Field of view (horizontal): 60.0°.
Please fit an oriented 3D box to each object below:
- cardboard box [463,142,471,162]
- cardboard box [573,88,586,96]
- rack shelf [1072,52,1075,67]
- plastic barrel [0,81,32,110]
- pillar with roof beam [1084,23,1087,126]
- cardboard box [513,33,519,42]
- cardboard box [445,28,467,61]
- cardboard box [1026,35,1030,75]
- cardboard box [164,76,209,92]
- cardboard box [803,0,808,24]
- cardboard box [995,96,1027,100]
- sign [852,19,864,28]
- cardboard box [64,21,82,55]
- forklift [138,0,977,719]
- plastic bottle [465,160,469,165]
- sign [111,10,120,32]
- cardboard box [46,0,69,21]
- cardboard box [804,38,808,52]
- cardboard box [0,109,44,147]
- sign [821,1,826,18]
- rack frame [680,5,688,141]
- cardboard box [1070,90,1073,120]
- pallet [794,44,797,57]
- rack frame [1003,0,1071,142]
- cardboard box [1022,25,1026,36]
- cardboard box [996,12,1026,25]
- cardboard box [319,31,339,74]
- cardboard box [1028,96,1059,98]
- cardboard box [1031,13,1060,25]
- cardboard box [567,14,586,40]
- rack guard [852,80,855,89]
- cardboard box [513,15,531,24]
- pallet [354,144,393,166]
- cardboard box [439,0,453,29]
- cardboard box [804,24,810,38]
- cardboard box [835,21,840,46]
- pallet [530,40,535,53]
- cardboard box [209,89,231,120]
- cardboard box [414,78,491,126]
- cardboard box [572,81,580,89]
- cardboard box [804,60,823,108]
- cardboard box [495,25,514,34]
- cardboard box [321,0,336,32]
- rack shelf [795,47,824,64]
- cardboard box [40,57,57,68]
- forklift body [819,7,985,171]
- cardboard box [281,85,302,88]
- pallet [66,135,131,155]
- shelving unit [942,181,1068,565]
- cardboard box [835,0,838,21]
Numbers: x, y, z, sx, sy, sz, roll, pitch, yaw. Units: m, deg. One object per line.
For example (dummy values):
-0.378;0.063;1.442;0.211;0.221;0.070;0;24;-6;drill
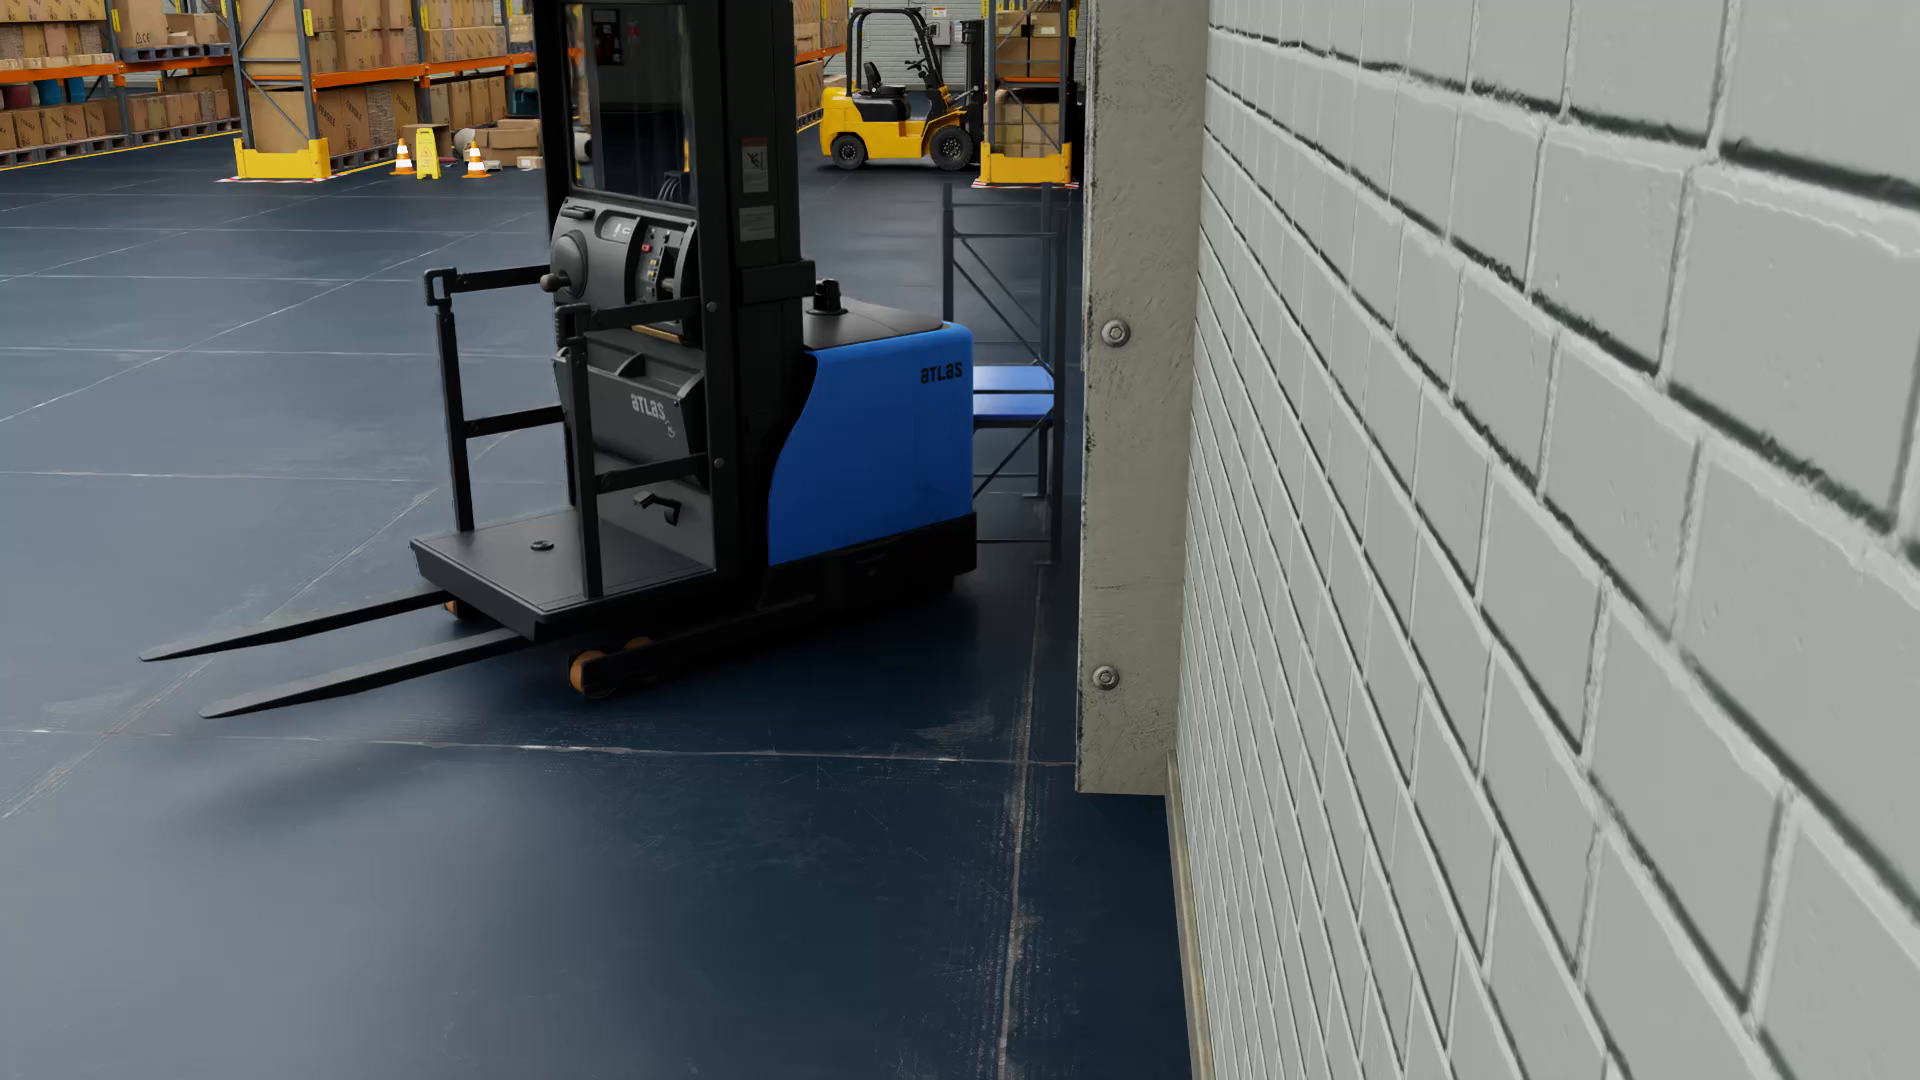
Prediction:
-7.033;-5.665;24.286;0.396;0.266;0.258;4;19;13;cardboard box
-7.828;-9.116;33.852;0.380;0.149;0.250;2;18;6;cardboard box
1.579;-8.872;30.838;1.077;0.370;4.000;1;18;4;rack shelf
-18.241;-8.591;32.023;0.600;0.588;0.708;1;18;4;plastic barrel
-2.053;-11.115;26.893;9.100;9.000;0.400;1;18;4;pillar with roof beam
-8.207;-9.080;30.045;0.380;0.149;0.250;2;18;7;cardboard box
-8.367;-8.056;27.032;0.500;0.500;0.500;1;18;4;cardboard box
0.682;-6.476;22.208;0.500;0.500;0.500;2;18;6;cardboard box
-13.446;-7.928;28.904;0.500;0.250;0.500;3;18;10;cardboard box
-3.118;-9.844;30.883;0.500;0.500;0.500;2;18;5;cardboard box
0.685;-6.099;23.356;0.500;0.250;0.500;1;18;3;cardboard box
-2.605;-13.088;42.113;0.327;0.218;0.001;1;18;4;sign
-13.852;-7.578;25.093;0.875;0.500;0.500;1;18;4;cardboard box
-1.375;-1.028;5.852;3.031;2.935;1.130;-15;23;-39;forklift
-7.045;-5.429;23.893;0.133;0.061;0.283;-5;19;-15;plastic bottle
-13.145;-8.083;25.884;0.100;0.325;0.005;1;18;4;sign
-13.516;-7.889;24.438;0.500;0.500;0.500;1;18;4;cardboard box
-3.135;-9.254;31.088;0.500;0.250;0.500;1;18;4;cardboard box
-13.840;-6.025;24.333;0.500;0.500;0.500;3;18;9;cardboard box
-2.687;-10.449;32.761;0.100;0.325;0.005;1;18;4;sign
-4.089;-6.218;21.582;1.000;3.000;0.127;1;18;4;rack frame
1.745;-7.729;29.535;0.500;0.500;0.500;2;18;6;cardboard box
-3.460;-8.388;28.512;1.213;0.211;1.003;1;18;4;pallet
1.149;-7.351;25.039;1.000;3.000;0.127;1;18;4;rack frame
0.676;-6.737;21.965;0.380;0.149;0.250;2;18;5;cardboard box
0.664;-6.799;21.675;0.380;0.149;0.250;1;18;4;cardboard box
-9.034;-6.656;22.678;0.875;0.550;0.550;1;18;4;cardboard box
1.208;-6.091;23.330;0.500;0.250;0.500;1;18;3;cardboard box
1.099;-6.705;21.389;0.380;0.149;0.250;1;18;3;cardboard box
-7.886;-10.361;33.588;0.500;0.500;0.500;1;18;3;cardboard box
-2.940;-10.007;37.160;1.175;0.500;0.348;1;18;4;rack guard
-8.158;-9.610;30.707;0.380;0.149;0.250;2;18;6;cardboard box
-8.964;-5.600;24.175;1.003;0.211;1.213;1;18;4;pallet
-8.646;-8.533;26.882;0.700;0.500;0.500;1;18;4;cardboard box
-3.097;-9.493;31.015;0.500;0.250;0.500;2;18;5;cardboard box
-2.815;-10.603;34.804;0.500;0.500;0.500;2;18;6;cardboard box
-8.359;-9.306;31.316;1.003;0.211;1.213;1;18;4;pallet
-13.428;-7.737;29.525;0.700;0.500;0.500;0;18;1;cardboard box
-8.653;-7.454;28.292;1.050;0.750;0.750;2;18;5;cardboard box
-7.942;-9.254;33.796;0.380;0.149;0.250;2;18;6;cardboard box
-3.193;-8.941;32.629;0.875;0.875;0.875;2;18;6;cardboard box
-8.225;-9.149;29.778;0.380;0.149;0.250;2;18;6;cardboard box
-9.021;-7.169;22.509;0.875;0.550;0.550;1;18;4;cardboard box
-3.372;-8.982;31.173;1.077;0.370;4.000;1;18;4;rack shelf
-13.531;-7.023;24.444;0.380;0.149;0.250;1;18;4;cardboard box
-0.822;-6.335;23.302;2.313;2.155;1.214;1;18;4;forklift body
-13.258;-8.604;31.603;1.225;0.875;0.875;1;18;4;cardboard box
-13.700;-6.147;25.844;1.003;0.211;1.213;1;18;4;pallet
0.175;-0.767;7.356;0.538;1.500;1.048;0;18;-1;shelving unit
-2.824;-11.082;34.661;0.500;0.500;0.500;1;18;4;cardboard box
